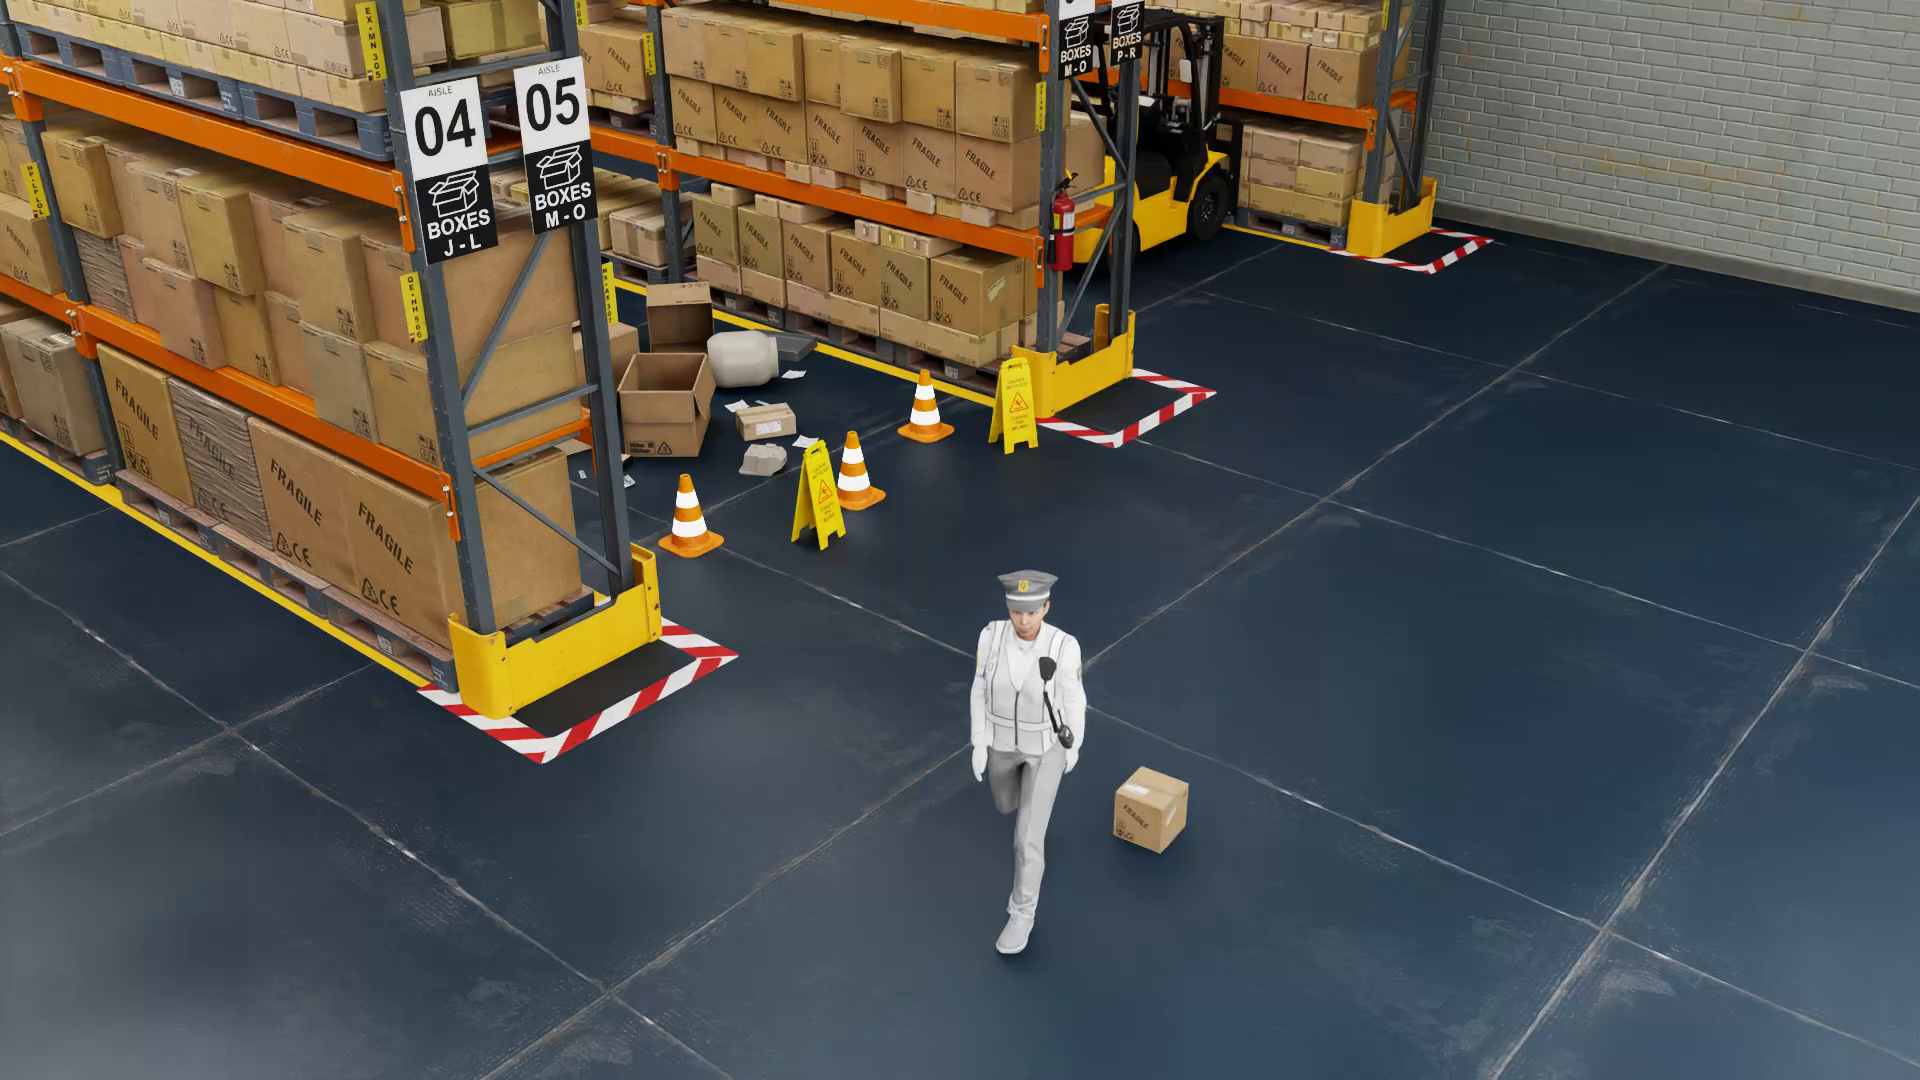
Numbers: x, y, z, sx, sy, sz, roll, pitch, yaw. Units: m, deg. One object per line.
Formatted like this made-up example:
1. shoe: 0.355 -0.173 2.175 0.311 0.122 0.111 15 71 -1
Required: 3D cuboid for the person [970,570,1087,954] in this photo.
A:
1. person: 0.278 0.817 7.016 0.456 1.646 0.938 10 29 18
